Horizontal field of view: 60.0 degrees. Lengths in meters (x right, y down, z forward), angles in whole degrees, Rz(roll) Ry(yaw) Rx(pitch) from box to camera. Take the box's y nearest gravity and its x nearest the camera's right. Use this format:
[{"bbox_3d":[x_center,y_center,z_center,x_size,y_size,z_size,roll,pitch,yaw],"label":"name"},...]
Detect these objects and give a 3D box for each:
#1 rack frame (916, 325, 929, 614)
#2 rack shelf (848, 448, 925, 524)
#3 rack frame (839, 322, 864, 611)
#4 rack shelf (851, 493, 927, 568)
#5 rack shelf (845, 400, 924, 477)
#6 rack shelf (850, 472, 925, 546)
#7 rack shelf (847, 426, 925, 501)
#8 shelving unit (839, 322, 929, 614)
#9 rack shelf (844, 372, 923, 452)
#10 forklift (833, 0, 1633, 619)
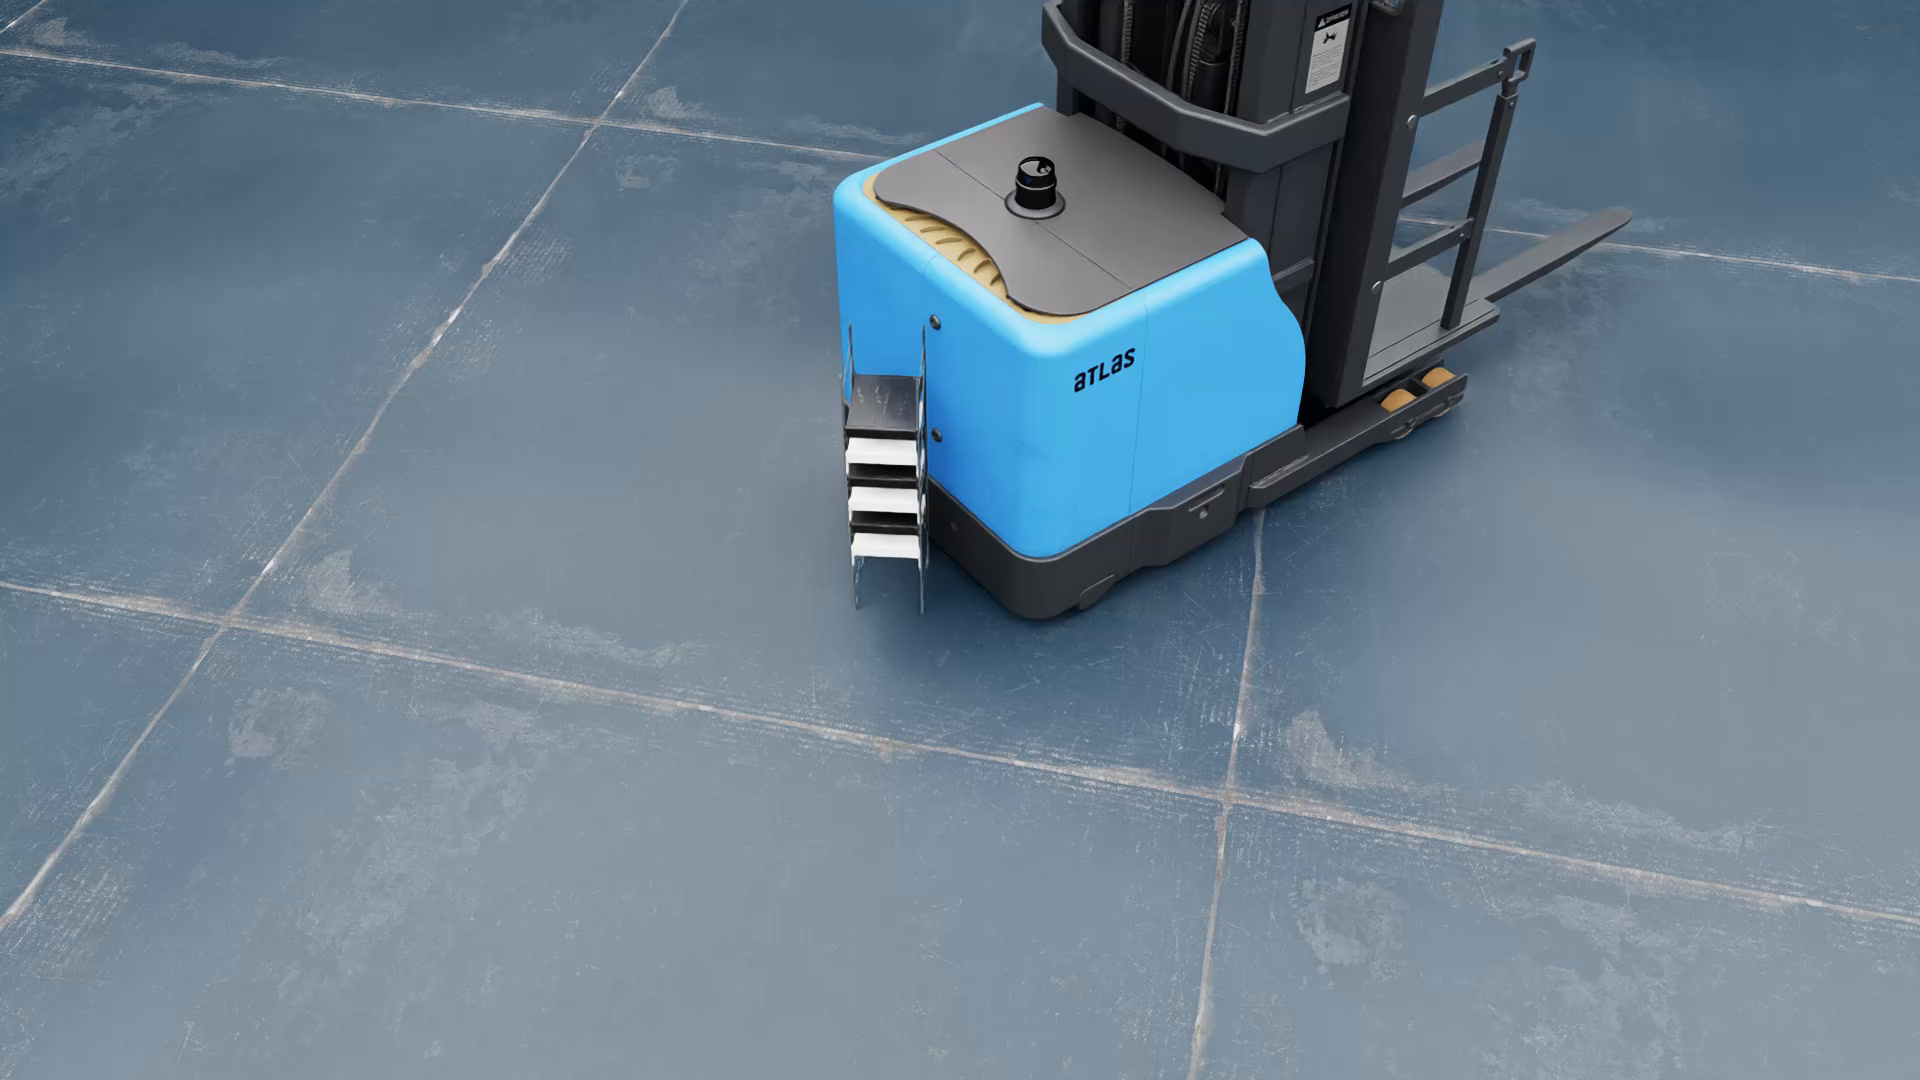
[{"bbox_3d":[-0.107,-0.183,4.791,0.006,0.900,0.240,3,44,3],"label":"rack frame"},{"bbox_3d":[-0.208,-0.164,4.819,0.200,0.077,0.258,3,44,3],"label":"rack shelf"},{"bbox_3d":[-0.309,-0.193,4.801,0.006,0.900,0.240,3,44,3],"label":"rack frame"},{"bbox_3d":[-0.208,-0.034,4.944,0.200,0.077,0.258,3,44,3],"label":"rack shelf"},{"bbox_3d":[-0.208,-0.294,4.695,0.200,0.077,0.258,3,44,3],"label":"rack shelf"},{"bbox_3d":[-0.208,-0.099,4.882,0.200,0.077,0.258,3,44,3],"label":"rack shelf"},{"bbox_3d":[-0.208,-0.229,4.757,0.200,0.077,0.258,3,44,3],"label":"rack shelf"},{"bbox_3d":[-0.208,-0.188,4.796,0.210,0.900,0.258,3,44,3],"label":"shelving unit"},{"bbox_3d":[-0.208,-0.358,4.632,0.200,0.077,0.258,3,44,3],"label":"rack shelf"},{"bbox_3d":[1.100,-1.663,4.864,3.031,2.935,1.130,-28,50,-26],"label":"forklift"}]
